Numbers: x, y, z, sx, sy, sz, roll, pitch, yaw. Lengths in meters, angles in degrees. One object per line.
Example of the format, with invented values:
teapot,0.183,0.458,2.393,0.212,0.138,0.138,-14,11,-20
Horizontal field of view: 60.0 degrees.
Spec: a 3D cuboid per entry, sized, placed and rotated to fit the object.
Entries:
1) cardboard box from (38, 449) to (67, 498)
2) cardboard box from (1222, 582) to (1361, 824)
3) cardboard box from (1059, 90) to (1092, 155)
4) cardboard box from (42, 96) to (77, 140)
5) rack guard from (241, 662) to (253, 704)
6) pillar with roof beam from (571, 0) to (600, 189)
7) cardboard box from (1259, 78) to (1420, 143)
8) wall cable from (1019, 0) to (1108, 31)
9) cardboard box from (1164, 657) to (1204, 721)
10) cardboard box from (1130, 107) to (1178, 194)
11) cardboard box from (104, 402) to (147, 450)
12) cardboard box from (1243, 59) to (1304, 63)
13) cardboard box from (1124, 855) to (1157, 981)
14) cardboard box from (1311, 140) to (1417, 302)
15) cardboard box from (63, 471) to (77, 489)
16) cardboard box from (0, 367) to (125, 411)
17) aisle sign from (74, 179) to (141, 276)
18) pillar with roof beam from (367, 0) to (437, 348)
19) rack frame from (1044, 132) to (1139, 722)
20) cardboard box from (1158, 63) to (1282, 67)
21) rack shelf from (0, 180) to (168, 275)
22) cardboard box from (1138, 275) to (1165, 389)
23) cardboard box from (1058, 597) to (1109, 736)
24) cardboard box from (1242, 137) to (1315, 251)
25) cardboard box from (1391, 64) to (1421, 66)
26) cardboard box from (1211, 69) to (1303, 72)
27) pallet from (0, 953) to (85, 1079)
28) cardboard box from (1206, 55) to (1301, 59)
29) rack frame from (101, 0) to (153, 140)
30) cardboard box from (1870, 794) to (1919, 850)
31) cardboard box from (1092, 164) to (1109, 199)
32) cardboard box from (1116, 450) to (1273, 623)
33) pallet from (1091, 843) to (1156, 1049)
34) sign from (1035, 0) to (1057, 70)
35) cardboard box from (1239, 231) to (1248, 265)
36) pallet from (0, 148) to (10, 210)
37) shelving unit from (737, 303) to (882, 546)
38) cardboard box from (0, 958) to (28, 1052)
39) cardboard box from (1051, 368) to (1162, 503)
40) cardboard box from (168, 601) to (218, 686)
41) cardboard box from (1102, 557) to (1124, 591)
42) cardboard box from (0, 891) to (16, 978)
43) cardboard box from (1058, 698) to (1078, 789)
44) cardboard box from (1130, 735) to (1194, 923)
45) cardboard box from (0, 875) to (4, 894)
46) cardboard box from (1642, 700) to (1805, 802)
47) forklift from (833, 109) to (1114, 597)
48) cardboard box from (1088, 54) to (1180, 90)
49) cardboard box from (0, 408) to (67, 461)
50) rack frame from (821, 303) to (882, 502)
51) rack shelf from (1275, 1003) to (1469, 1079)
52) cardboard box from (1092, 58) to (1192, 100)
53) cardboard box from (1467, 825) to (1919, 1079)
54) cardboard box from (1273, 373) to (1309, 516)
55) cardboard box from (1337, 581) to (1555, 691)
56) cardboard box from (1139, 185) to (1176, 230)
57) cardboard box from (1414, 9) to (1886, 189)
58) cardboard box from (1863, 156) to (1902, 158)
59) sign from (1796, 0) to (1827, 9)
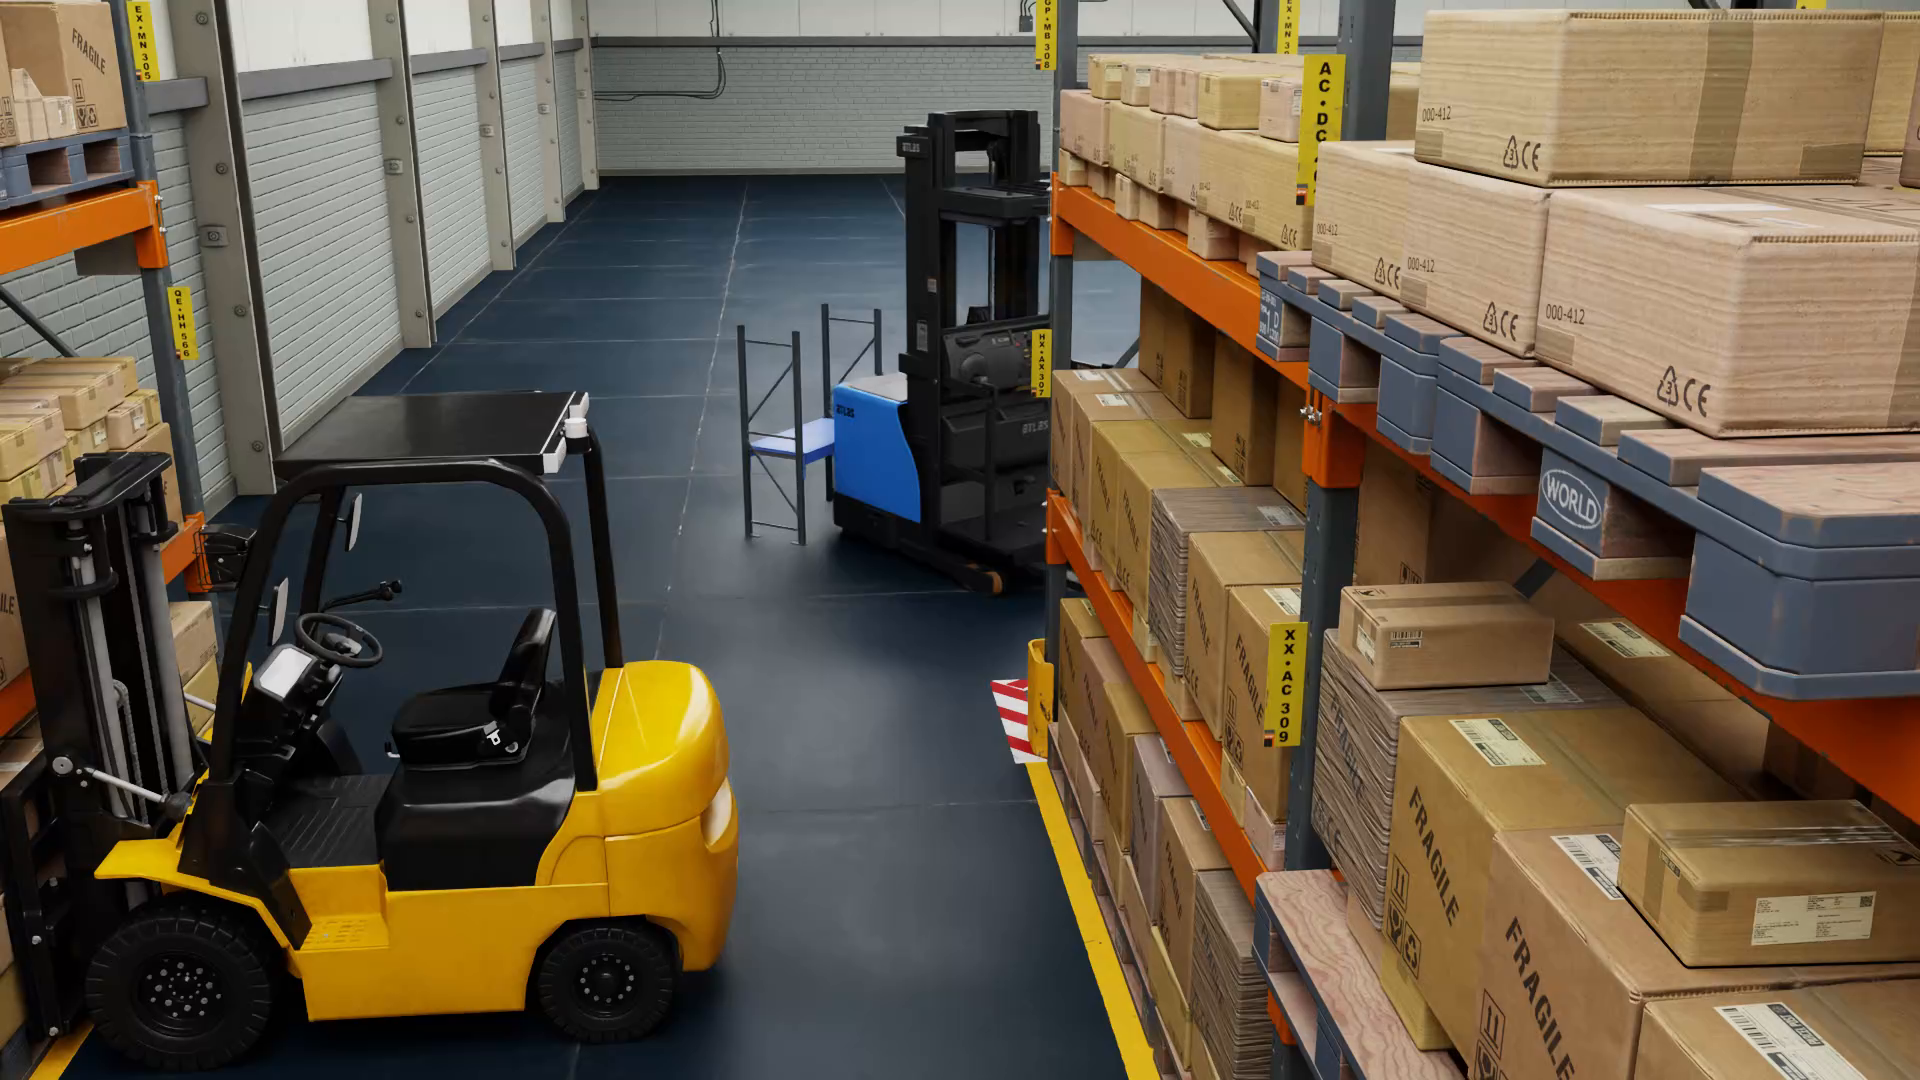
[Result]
cardboard box,-3.582,-0.242,6.191,0.380,0.149,0.250,-2,18,-7
cardboard box,1.049,0.436,4.616,0.500,0.500,0.500,-2,18,-7
cardboard box,0.716,-1.784,7.099,0.500,0.250,0.500,-2,18,-7
cardboard box,-3.620,-1.608,6.336,0.380,0.149,0.250,-2,18,-7
rack guard,-4.010,0.899,7.979,1.175,0.500,0.348,-2,18,-6
pillar with roof beam,-3.644,-11.985,34.827,9.100,9.000,0.400,-2,18,-6
cardboard box,0.989,-1.104,4.265,0.380,0.149,0.250,-2,18,-7
wall cable,2.530,-14.681,37.739,2.305,6.003,0.169,-2,18,-6
cardboard box,0.898,0.482,5.554,0.380,0.149,0.250,-2,18,-6
cardboard box,0.870,-1.328,5.644,0.500,0.250,0.500,-1,17,-4
cardboard box,-3.637,-0.474,6.929,0.380,0.149,0.250,-1,17,-5
cardboard box,1.284,-1.737,6.283,0.380,0.149,0.250,-2,18,-6
cardboard box,0.901,1.384,6.149,0.500,0.250,0.500,-2,17,-5
cardboard box,1.003,-0.623,3.194,0.500,0.250,0.500,-2,18,-7
cardboard box,-3.651,-0.041,6.632,0.500,0.500,0.500,-1,17,-4
cardboard box,-3.705,-0.613,6.875,0.380,0.149,0.250,-2,18,-6
aisle sign,-3.722,-1.555,7.284,0.394,0.787,0.004,-2,18,-6
pillar with roof beam,-1.788,-6.622,17.745,9.100,9.000,0.400,-2,18,-6
rack frame,0.929,-0.441,8.074,1.000,3.000,0.127,-2,18,-6
cardboard box,0.889,-1.566,5.738,0.380,0.149,0.250,-1,17,-4
rack shelf,-3.801,-0.779,5.342,1.077,0.370,4.000,-2,18,-6
cardboard box,1.199,-0.962,7.401,0.700,0.500,0.500,-2,18,-7
cardboard box,0.741,0.569,7.495,0.500,0.500,0.500,-2,18,-7
cardboard box,1.028,-0.874,4.201,0.500,0.250,0.500,-2,18,-6
cardboard box,1.392,-1.505,5.545,0.380,0.149,0.250,-1,17,-5
cardboard box,0.969,-1.339,5.013,0.380,0.149,0.250,-2,18,-7
pallet,-3.764,1.633,6.123,1.003,0.211,1.213,-2,18,-6
cardboard box,1.246,-1.963,7.002,0.380,0.149,0.250,-1,17,-5
rack frame,-4.007,-3.149,6.683,1.000,3.000,0.127,-2,18,-6
cardboard box,1.750,0.468,2.732,0.380,0.149,0.250,-3,18,-8
cardboard box,0.750,-1.488,6.820,0.380,0.149,0.250,-1,17,-4
cardboard box,0.873,-0.024,6.081,0.500,0.500,0.500,-2,18,-7
pallet,1.108,1.518,6.490,1.003,0.211,1.213,-2,18,-6
sign,0.390,-2.272,7.440,0.100,0.325,0.005,-2,18,-6
cardboard box,1.038,-0.876,4.870,0.380,0.149,0.250,-2,18,-8
pallet,-3.831,-1.100,5.312,1.003,0.211,1.213,-2,18,-6
shelving unit,-1.045,-0.848,11.873,0.538,1.500,1.048,10,20,28
cardboard box,-3.452,1.559,5.593,0.500,0.250,0.500,-1,17,-5
cardboard box,0.702,-0.481,7.538,0.500,0.500,0.500,-2,18,-6
cardboard box,-3.650,0.476,7.375,0.500,0.250,0.500,-1,17,-4
cardboard box,0.786,0.096,6.783,0.380,0.149,0.250,-1,17,-4
cardboard box,-3.432,1.324,5.505,0.500,0.250,0.500,-2,18,-6
cardboard box,0.737,0.919,7.630,0.500,0.250,0.500,-2,18,-6
cardboard box,0.906,1.033,6.016,0.500,0.500,0.500,-1,17,-3
cardboard box,-3.438,1.085,5.432,0.500,0.250,0.500,-1,17,-4
cardboard box,1.670,0.639,3.269,0.500,0.500,0.500,-2,18,-5
forklift,0.410,-1.202,10.614,1.130,2.935,3.031,-13,22,-36
cardboard box,0.763,-2.021,7.185,0.380,0.149,0.250,-2,18,-6
cardboard box,-3.562,-0.385,6.149,0.380,0.149,0.250,-1,17,-4
rack frame,-0.792,-0.980,12.294,0.500,1.500,0.032,10,20,28
rack shelf,1.548,1.690,2.488,1.077,0.370,4.000,-2,18,-6
cardboard box,0.721,-1.792,6.459,0.380,0.149,0.250,-2,18,-6
cardboard box,1.195,0.806,2.736,0.500,0.500,0.500,-2,18,-6
cardboard box,1.456,-0.357,5.474,0.700,0.500,0.500,-2,18,-7
cardboard box,1.039,0.202,3.577,0.380,0.149,0.250,-2,18,-6
cardboard box,0.845,-1.181,5.843,0.380,0.149,0.250,-2,18,-7
cardboard box,1.065,-0.713,2.647,0.500,0.250,0.500,-2,18,-7
cardboard box,1.546,-0.640,3.248,0.500,0.250,0.500,-2,18,-7
sign,1.894,-1.133,3.750,0.100,0.325,0.005,-2,18,-6
